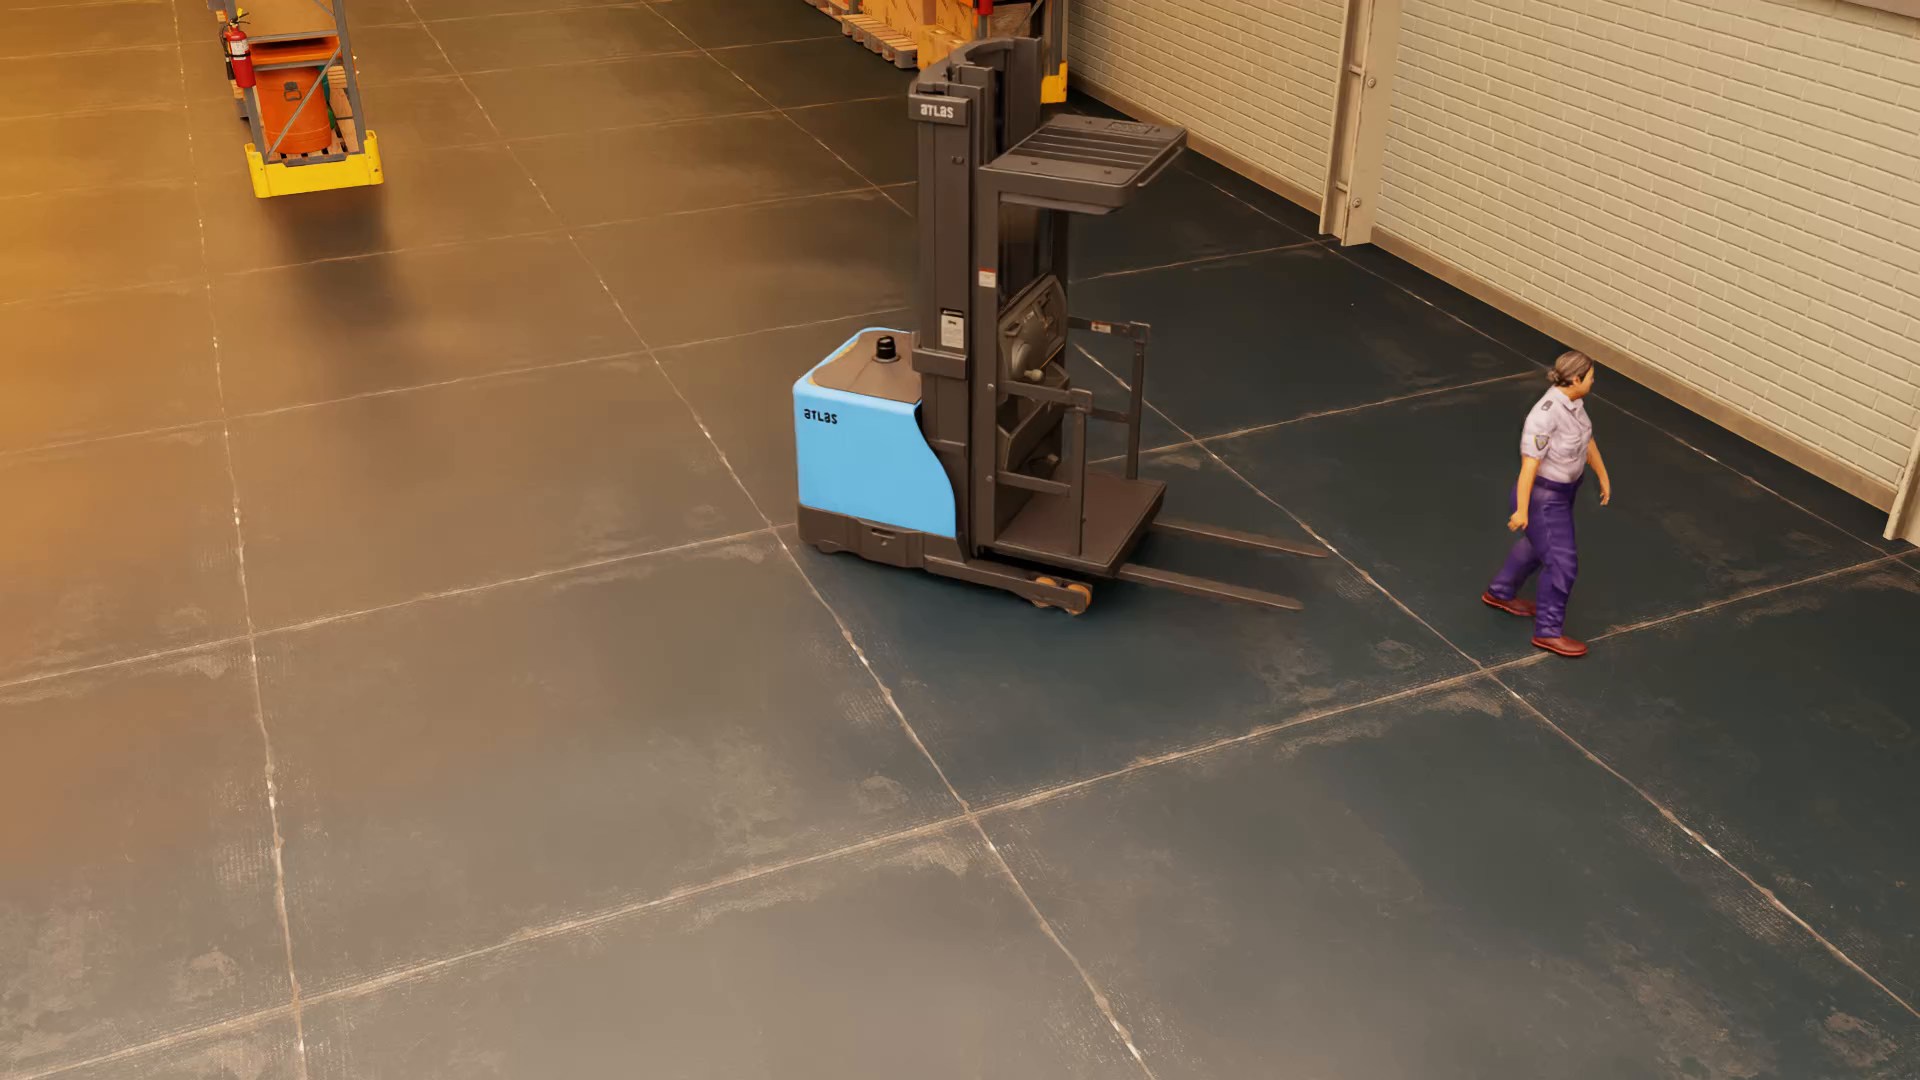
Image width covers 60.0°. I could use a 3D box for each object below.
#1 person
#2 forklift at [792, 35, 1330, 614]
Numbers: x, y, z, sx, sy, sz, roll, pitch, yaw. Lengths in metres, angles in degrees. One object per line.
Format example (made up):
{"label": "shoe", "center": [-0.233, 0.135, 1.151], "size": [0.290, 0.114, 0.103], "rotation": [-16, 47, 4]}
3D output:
{"label": "person", "center": [3.199, -0.223, 8.846], "size": [0.669, 1.615, 0.601], "rotation": [19, 35, 29]}
{"label": "forklift", "center": [0.591, -1.155, 9.141], "size": [3.031, 2.935, 1.130], "rotation": [12, 32, 20]}
